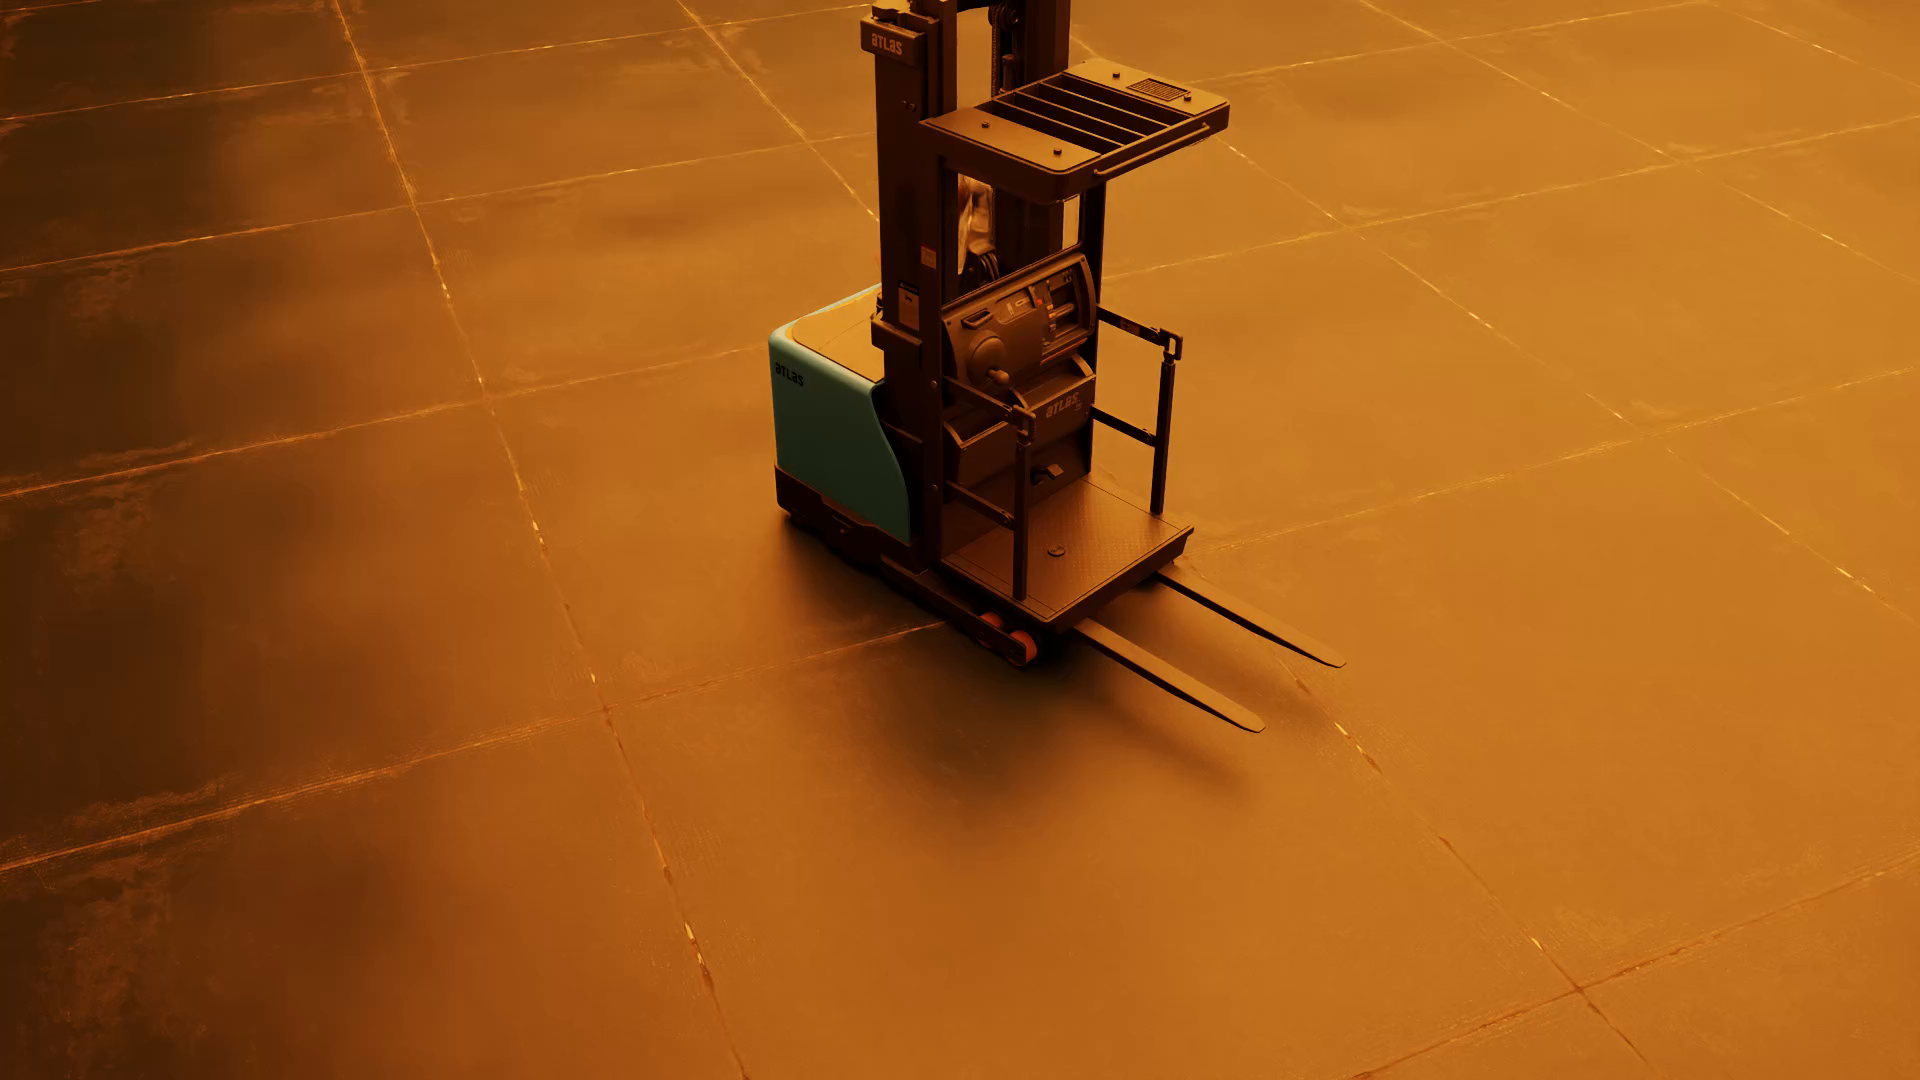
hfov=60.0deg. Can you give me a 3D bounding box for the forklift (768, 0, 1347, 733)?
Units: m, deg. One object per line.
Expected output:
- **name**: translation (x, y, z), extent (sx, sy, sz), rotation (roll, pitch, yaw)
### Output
- **forklift**: translation (0.432, -0.946, 7.429), extent (3.031, 2.935, 1.130), rotation (30, 45, 35)

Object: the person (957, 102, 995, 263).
- **person**: translation (0.217, -1.754, 9.669), extent (0.591, 1.667, 0.423), rotation (17, 39, 23)
